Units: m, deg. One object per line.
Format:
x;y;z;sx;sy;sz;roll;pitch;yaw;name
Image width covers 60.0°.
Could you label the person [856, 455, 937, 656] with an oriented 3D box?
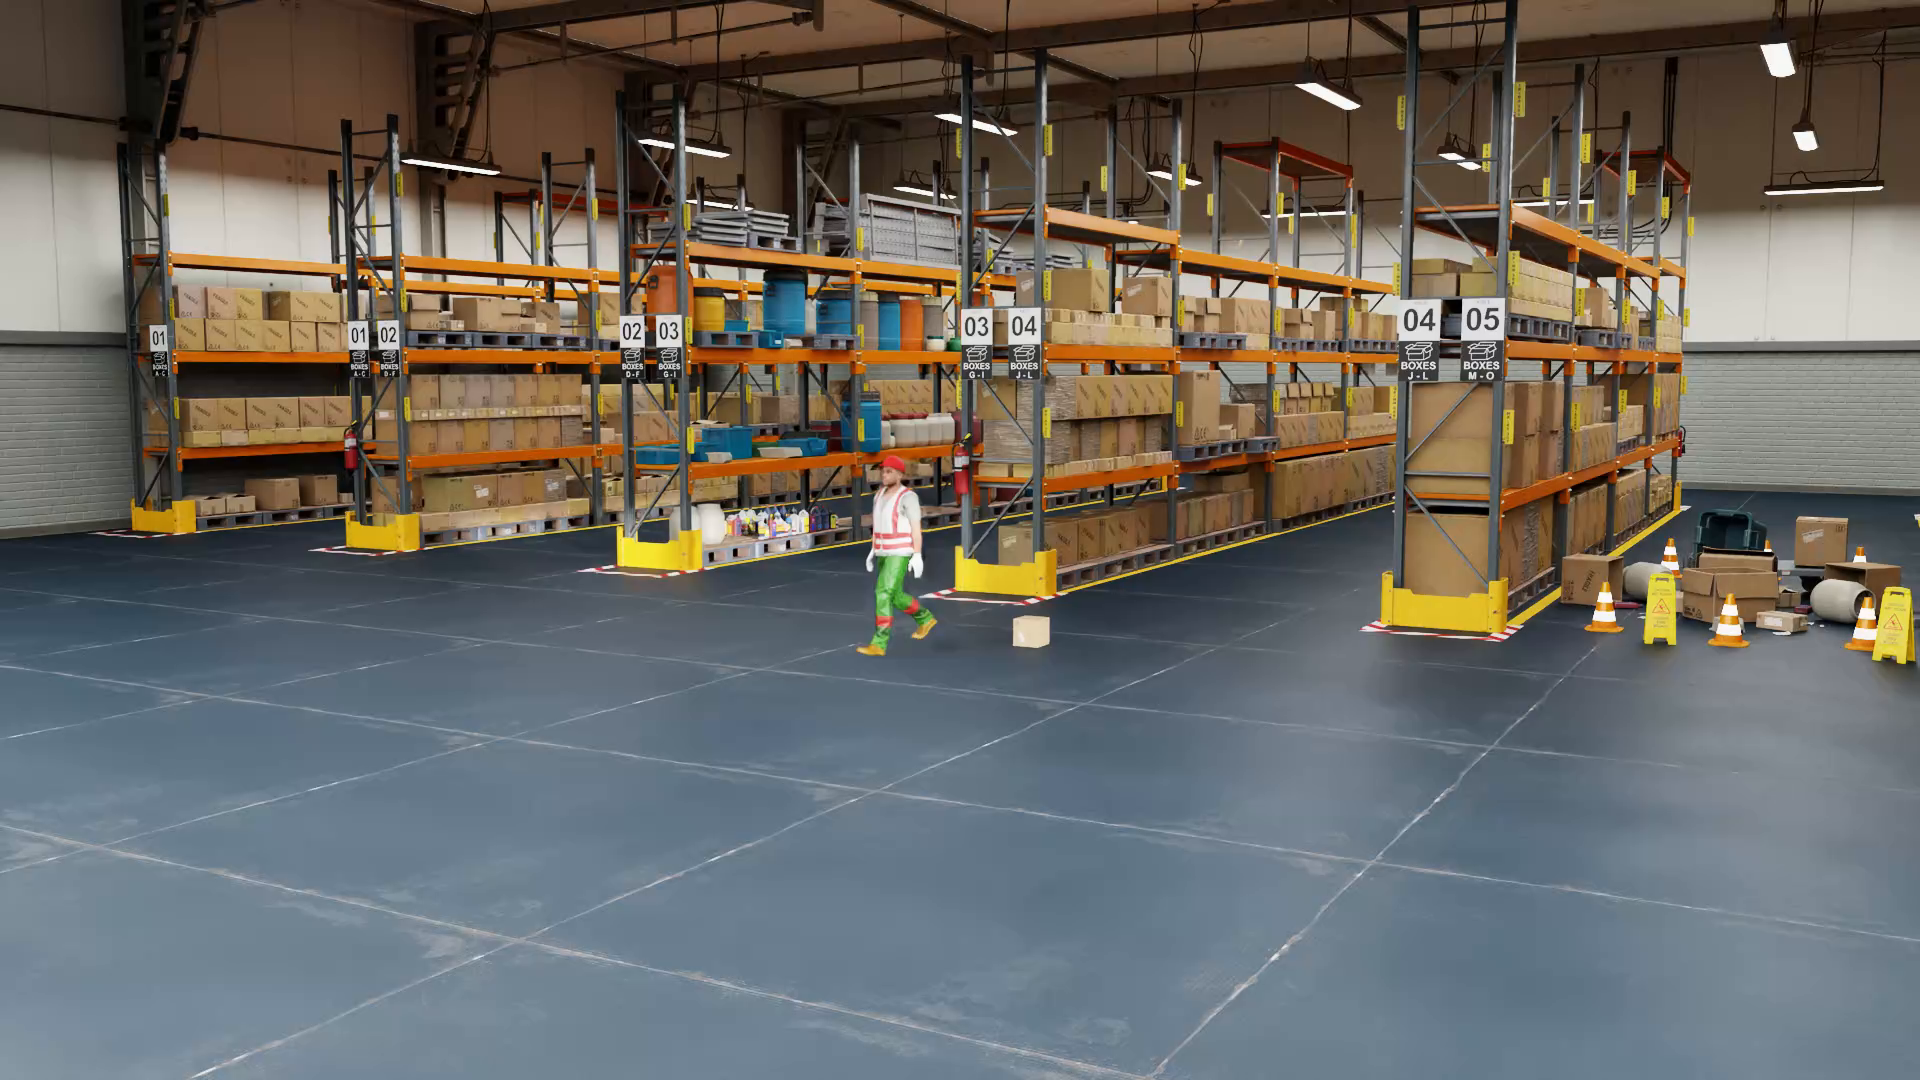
-0.554;0.123;14.783;0.990;1.758;0.533;-5;8;-39;person
